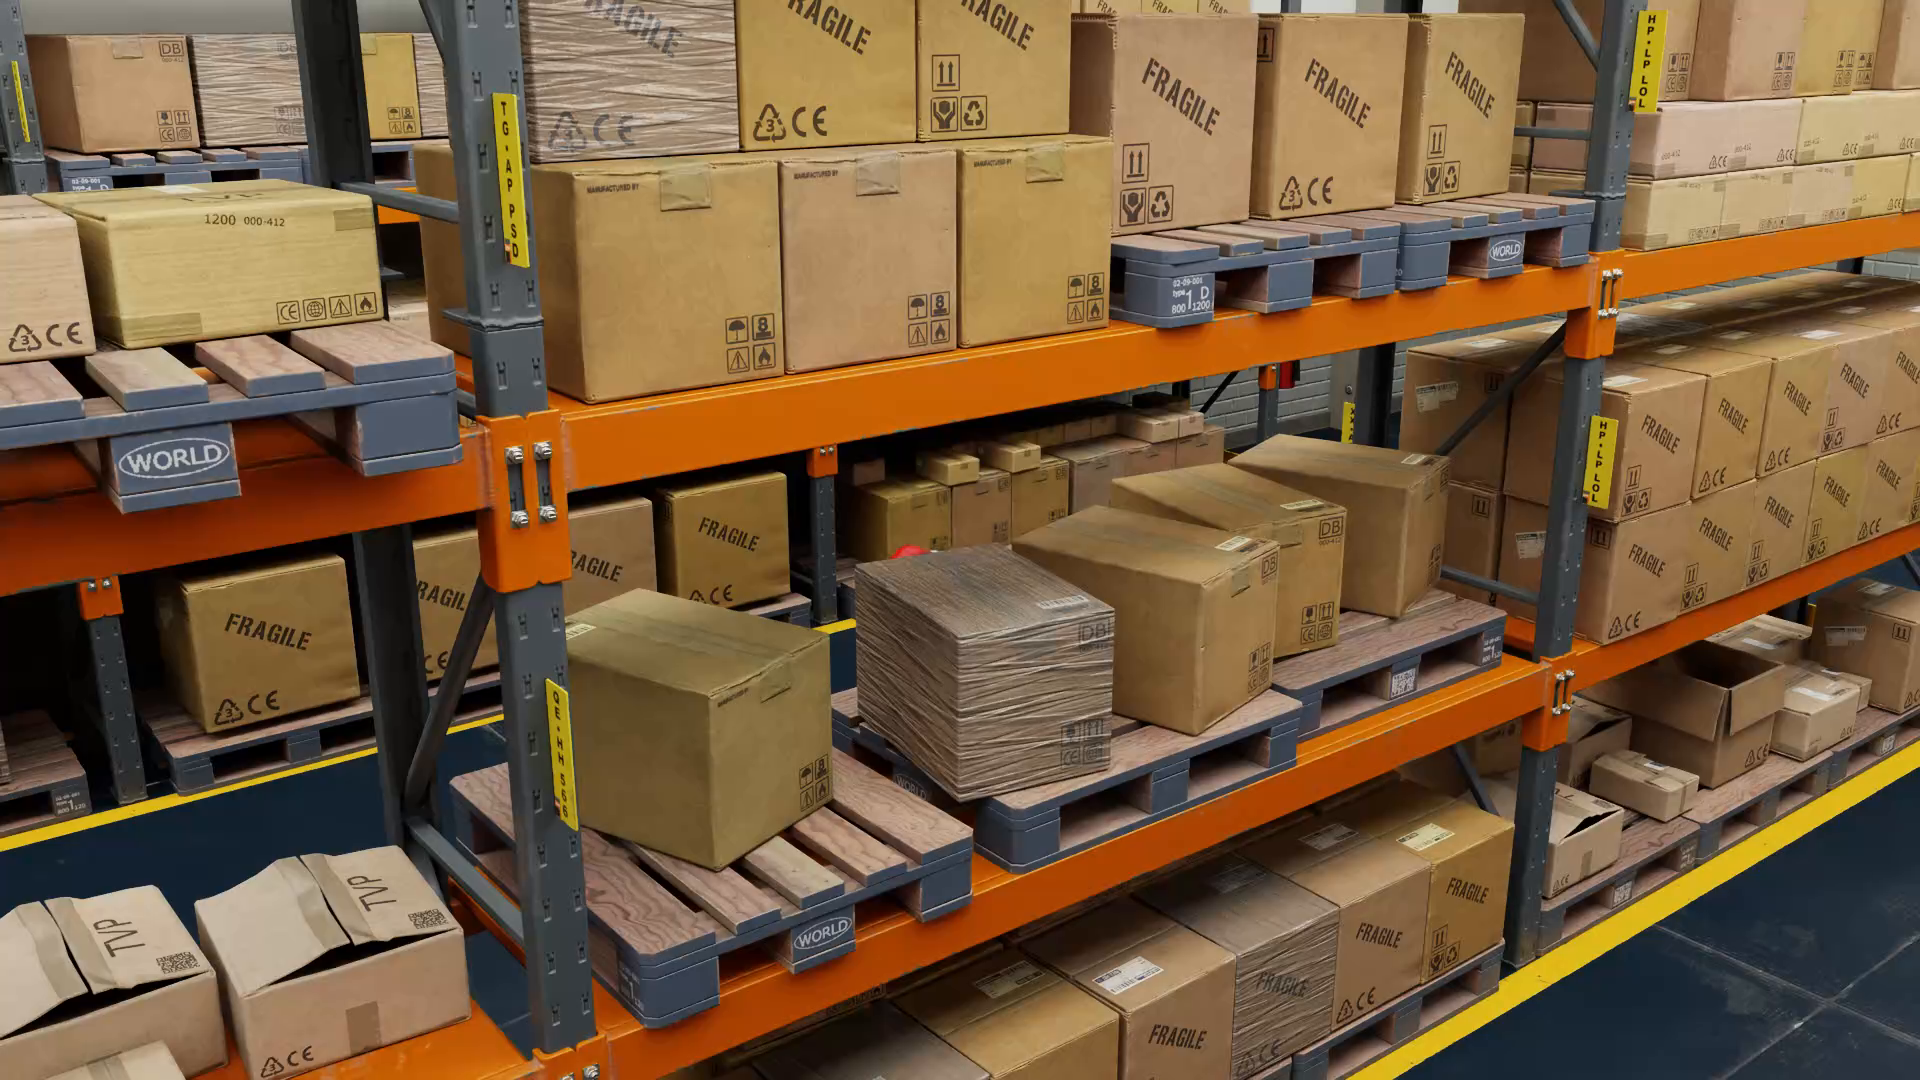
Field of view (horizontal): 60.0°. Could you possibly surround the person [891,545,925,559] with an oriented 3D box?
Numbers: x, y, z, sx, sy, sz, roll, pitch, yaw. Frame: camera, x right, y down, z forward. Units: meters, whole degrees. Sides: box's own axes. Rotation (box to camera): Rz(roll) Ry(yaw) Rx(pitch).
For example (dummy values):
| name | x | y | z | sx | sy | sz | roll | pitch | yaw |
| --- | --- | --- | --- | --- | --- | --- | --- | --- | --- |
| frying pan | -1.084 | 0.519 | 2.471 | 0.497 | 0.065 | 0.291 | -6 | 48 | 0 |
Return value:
| name | x | y | z | sx | sy | sz | roll | pitch | yaw |
| --- | --- | --- | --- | --- | --- | --- | --- | --- | --- |
| person | -0.022 | 0.521 | 8.408 | 0.850 | 1.161 | 0.582 | -13 | 22 | -36 |
